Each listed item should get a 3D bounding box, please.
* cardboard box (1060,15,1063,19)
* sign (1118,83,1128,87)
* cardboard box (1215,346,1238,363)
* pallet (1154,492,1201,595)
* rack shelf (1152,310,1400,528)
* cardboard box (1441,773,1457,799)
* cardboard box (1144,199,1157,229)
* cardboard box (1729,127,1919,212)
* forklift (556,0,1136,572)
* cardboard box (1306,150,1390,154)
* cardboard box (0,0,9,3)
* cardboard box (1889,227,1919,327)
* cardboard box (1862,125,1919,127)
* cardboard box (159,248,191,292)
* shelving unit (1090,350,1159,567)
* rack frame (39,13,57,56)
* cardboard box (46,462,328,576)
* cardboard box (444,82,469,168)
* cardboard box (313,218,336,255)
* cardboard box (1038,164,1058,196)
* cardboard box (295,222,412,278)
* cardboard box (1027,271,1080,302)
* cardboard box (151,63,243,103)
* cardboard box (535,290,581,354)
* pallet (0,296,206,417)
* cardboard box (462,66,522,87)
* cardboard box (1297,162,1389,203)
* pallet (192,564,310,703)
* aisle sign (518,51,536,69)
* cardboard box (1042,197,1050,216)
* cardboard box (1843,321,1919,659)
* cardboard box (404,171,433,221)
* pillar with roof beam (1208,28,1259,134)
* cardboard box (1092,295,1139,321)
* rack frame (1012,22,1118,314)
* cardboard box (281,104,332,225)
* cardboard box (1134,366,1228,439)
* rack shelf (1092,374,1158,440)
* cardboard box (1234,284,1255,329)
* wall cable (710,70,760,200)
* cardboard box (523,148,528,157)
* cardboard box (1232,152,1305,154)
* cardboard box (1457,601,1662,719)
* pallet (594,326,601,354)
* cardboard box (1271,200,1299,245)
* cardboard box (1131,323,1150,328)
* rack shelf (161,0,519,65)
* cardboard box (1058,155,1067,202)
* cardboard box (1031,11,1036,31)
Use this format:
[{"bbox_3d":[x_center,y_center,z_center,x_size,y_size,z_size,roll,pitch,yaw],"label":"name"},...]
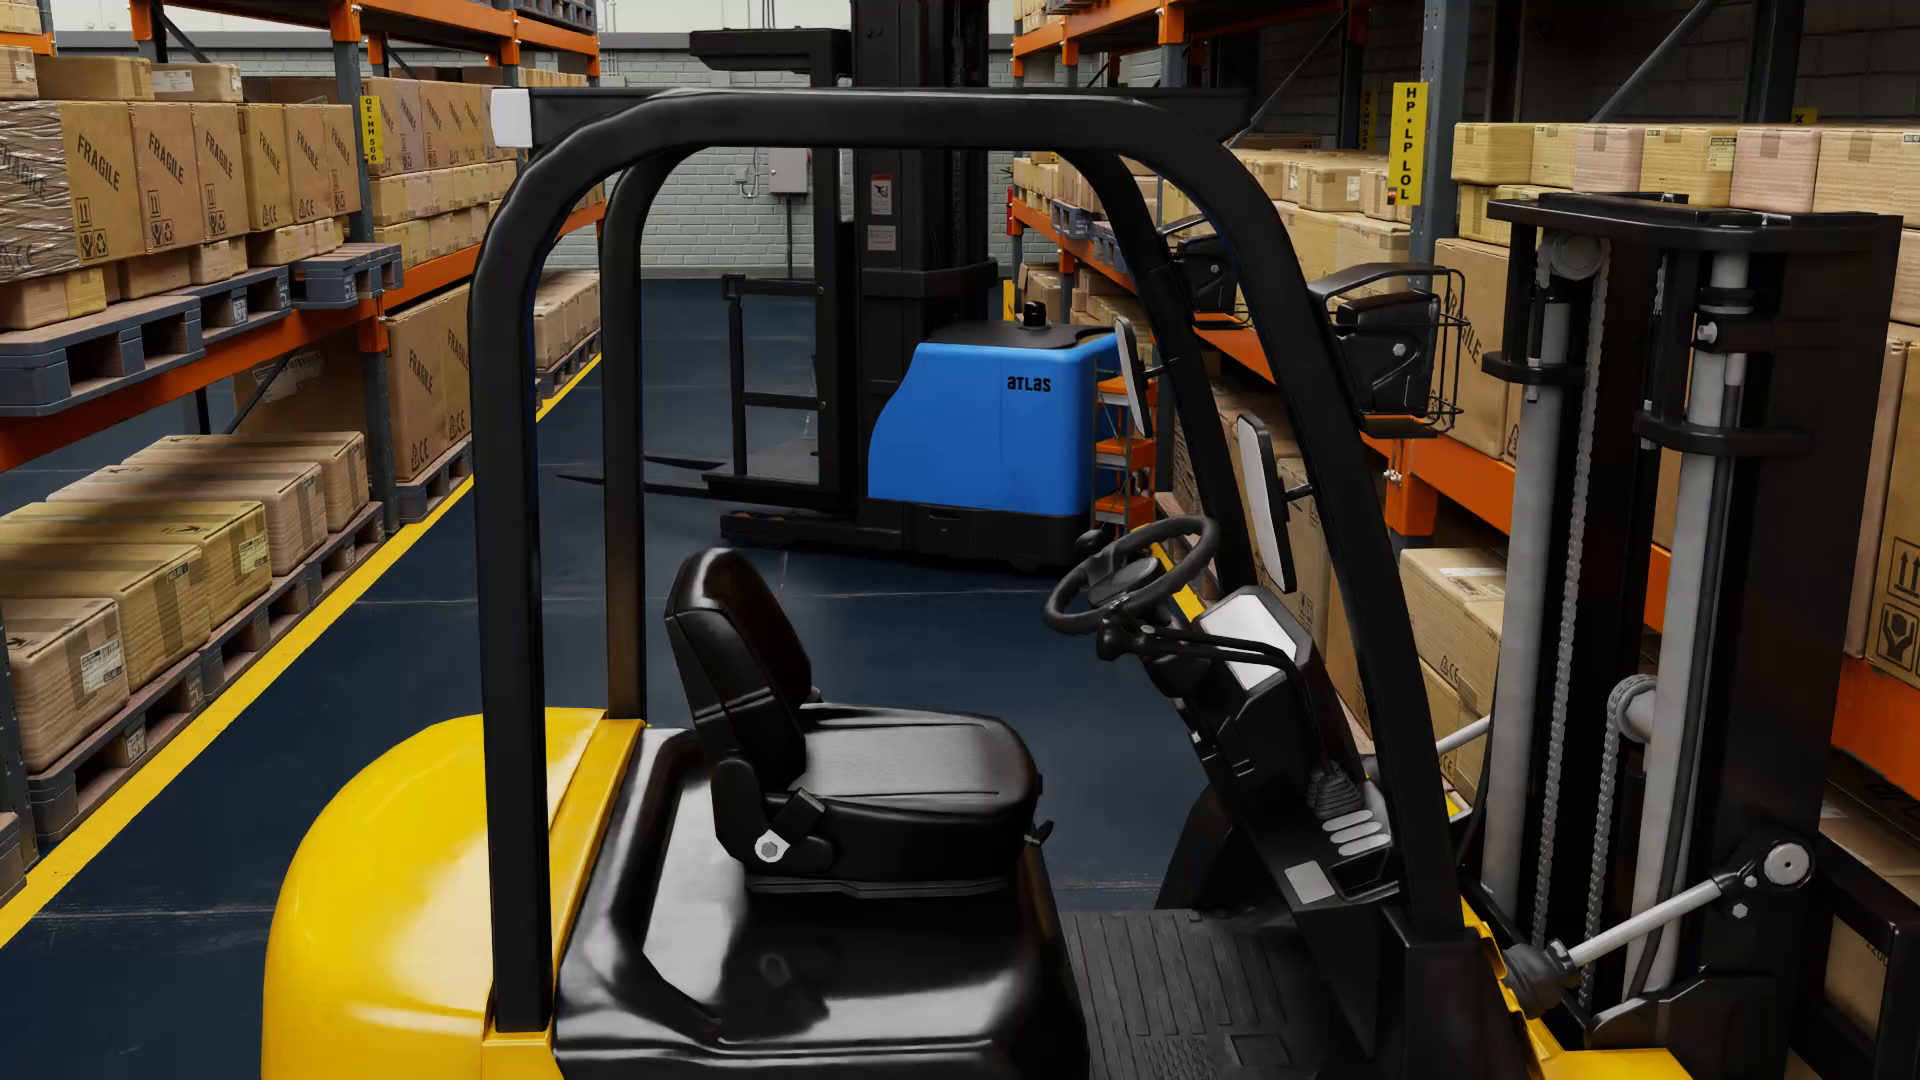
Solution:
[{"bbox_3d":[0.951,-3.973,12.431,0.380,0.149,0.250,-1,14,-4],"label":"cardboard box"},{"bbox_3d":[1.576,-4.269,16.141,0.100,0.325,0.005,-1,14,-3],"label":"sign"},{"bbox_3d":[1.710,-1.131,9.773,0.380,0.149,0.250,-1,14,-3],"label":"cardboard box"},{"bbox_3d":[1.528,-0.006,8.127,1.003,0.211,1.213,-1,14,-3],"label":"pallet"},{"bbox_3d":[1.640,-0.716,6.734,1.077,0.370,4.000,-1,14,-3],"label":"rack shelf"},{"bbox_3d":[1.464,0.686,4.514,0.500,0.250,0.500,-1,14,-3],"label":"cardboard box"},{"bbox_3d":[1.093,-1.801,9.168,0.380,0.149,0.250,-1,14,-2],"label":"cardboard box"},{"bbox_3d":[1.647,-0.671,3.014,0.380,0.149,0.250,-1,14,-4],"label":"cardboard box"},{"bbox_3d":[-0.666,-1.486,8.421,3.031,2.935,1.130,6,16,22],"label":"forklift"},{"bbox_3d":[1.866,-1.783,7.936,0.380,0.149,0.250,-1,14,-2],"label":"cardboard box"},{"bbox_3d":[-8.552,-4.757,14.273,0.500,0.250,0.500,-1,14,-5],"label":"cardboard box"},{"bbox_3d":[1.681,-0.399,2.555,0.380,0.149,0.250,-1,14,-4],"label":"cardboard box"},{"bbox_3d":[2.167,-0.809,3.552,0.380,0.149,0.250,-1,14,-5],"label":"cardboard box"},{"bbox_3d":[-2.997,-0.971,5.943,0.380,0.149,0.250,-1,14,-3],"label":"cardboard box"},{"bbox_3d":[0.768,-0.359,7.804,0.215,1.050,0.252,10,18,34],"label":"shelving unit"},{"bbox_3d":[-8.868,-3.372,15.614,1.000,3.000,0.127,-1,14,-3],"label":"rack frame"},{"bbox_3d":[-3.359,-0.091,7.292,0.950,0.372,0.625,-1,14,-5],"label":"cardboard box"},{"bbox_3d":[-3.309,-2.521,10.098,0.500,0.500,0.500,-1,14,-3],"label":"cardboard box"},{"bbox_3d":[-3.033,-1.361,7.457,0.380,0.149,0.250,-1,14,-4],"label":"cardboard box"},{"bbox_3d":[0.930,-3.000,13.869,0.500,0.250,0.500,-1,14,-4],"label":"cardboard box"},{"bbox_3d":[-3.217,-1.537,8.783,0.500,0.250,0.500,-1,14,-4],"label":"cardboard box"},{"bbox_3d":[0.978,-2.178,15.144,0.700,0.500,0.500,0,14,-1],"label":"cardboard box"},{"bbox_3d":[-3.055,-1.792,6.529,0.380,0.149,0.250,-2,15,-6],"label":"cardboard box"},{"bbox_3d":[-3.673,-1.822,13.888,0.875,0.438,0.875,-1,14,-5],"label":"cardboard box"},{"bbox_3d":[-3.092,-0.589,5.181,1.003,0.211,1.213,-1,14,-3],"label":"pallet"},{"bbox_3d":[-3.446,-3.409,12.245,0.380,0.149,0.250,-1,14,-4],"label":"cardboard box"},{"bbox_3d":[1.422,-1.266,5.926,0.380,0.149,0.250,-1,14,-5],"label":"cardboard box"},{"bbox_3d":[-3.318,0.363,6.692,1.003,0.211,1.213,-1,14,-3],"label":"pallet"},{"bbox_3d":[-4.227,-4.746,15.737,0.394,0.787,0.004,-1,14,-3],"label":"aisle sign"},{"bbox_3d":[0.885,-2.768,13.769,0.380,0.149,0.250,-1,14,-4],"label":"cardboard box"},{"bbox_3d":[1.622,-0.121,2.775,0.500,0.500,0.500,-1,14,-3],"label":"cardboard box"},{"bbox_3d":[-3.254,-1.912,9.237,0.500,0.250,0.500,-1,14,-2],"label":"cardboard box"},{"bbox_3d":[-2.172,-5.583,12.165,9.100,9.000,0.400,-1,14,-3],"label":"pillar with roof beam"},{"bbox_3d":[1.147,-1.639,11.749,0.380,0.149,0.250,-2,15,-6],"label":"cardboard box"},{"bbox_3d":[1.021,-3.552,16.310,1.000,3.000,0.127,-1,14,-3],"label":"rack frame"},{"bbox_3d":[-3.089,-1.643,7.252,0.500,0.500,0.500,-1,14,-4],"label":"cardboard box"},{"bbox_3d":[1.255,-0.781,9.717,0.500,0.500,0.500,-1,14,-4],"label":"cardboard box"},{"bbox_3d":[0.768,-0.622,7.733,0.215,0.259,0.240,10,18,34],"label":"rack shelf"},{"bbox_3d":[1.395,-0.993,6.667,0.500,0.250,0.500,0,14,-2],"label":"cardboard box"},{"bbox_3d":[-2.891,-5.393,21.428,0.588,1.984,0.122,-1,14,-3],"label":"wall cable"},{"bbox_3d":[-3.473,-3.134,12.480,0.500,0.500,0.500,-1,14,-3],"label":"cardboard box"},{"bbox_3d":[1.330,-1.646,7.402,0.380,0.149,0.250,-1,14,-3],"label":"cardboard box"},{"bbox_3d":[1.502,0.329,3.895,0.500,0.250,0.500,-1,14,-3],"label":"cardboard box"},{"bbox_3d":[-3.806,-1.926,15.588,1.003,0.211,1.213,-1,14,-3],"label":"pallet"},{"bbox_3d":[1.413,-1.110,6.118,0.500,0.250,0.500,-1,14,-2],"label":"cardboard box"},{"bbox_3d":[1.226,-1.250,10.236,0.380,0.149,0.250,-1,14,-4],"label":"cardboard box"},{"bbox_3d":[-3.562,-3.086,9.925,1.077,0.370,4.000,-1,14,-3],"label":"rack shelf"},{"bbox_3d":[1.075,-2.685,11.898,0.700,0.500,0.500,-1,14,-2],"label":"cardboard box"},{"bbox_3d":[0.806,-4.417,14.158,0.380,0.149,0.250,-1,14,-3],"label":"cardboard box"}]
